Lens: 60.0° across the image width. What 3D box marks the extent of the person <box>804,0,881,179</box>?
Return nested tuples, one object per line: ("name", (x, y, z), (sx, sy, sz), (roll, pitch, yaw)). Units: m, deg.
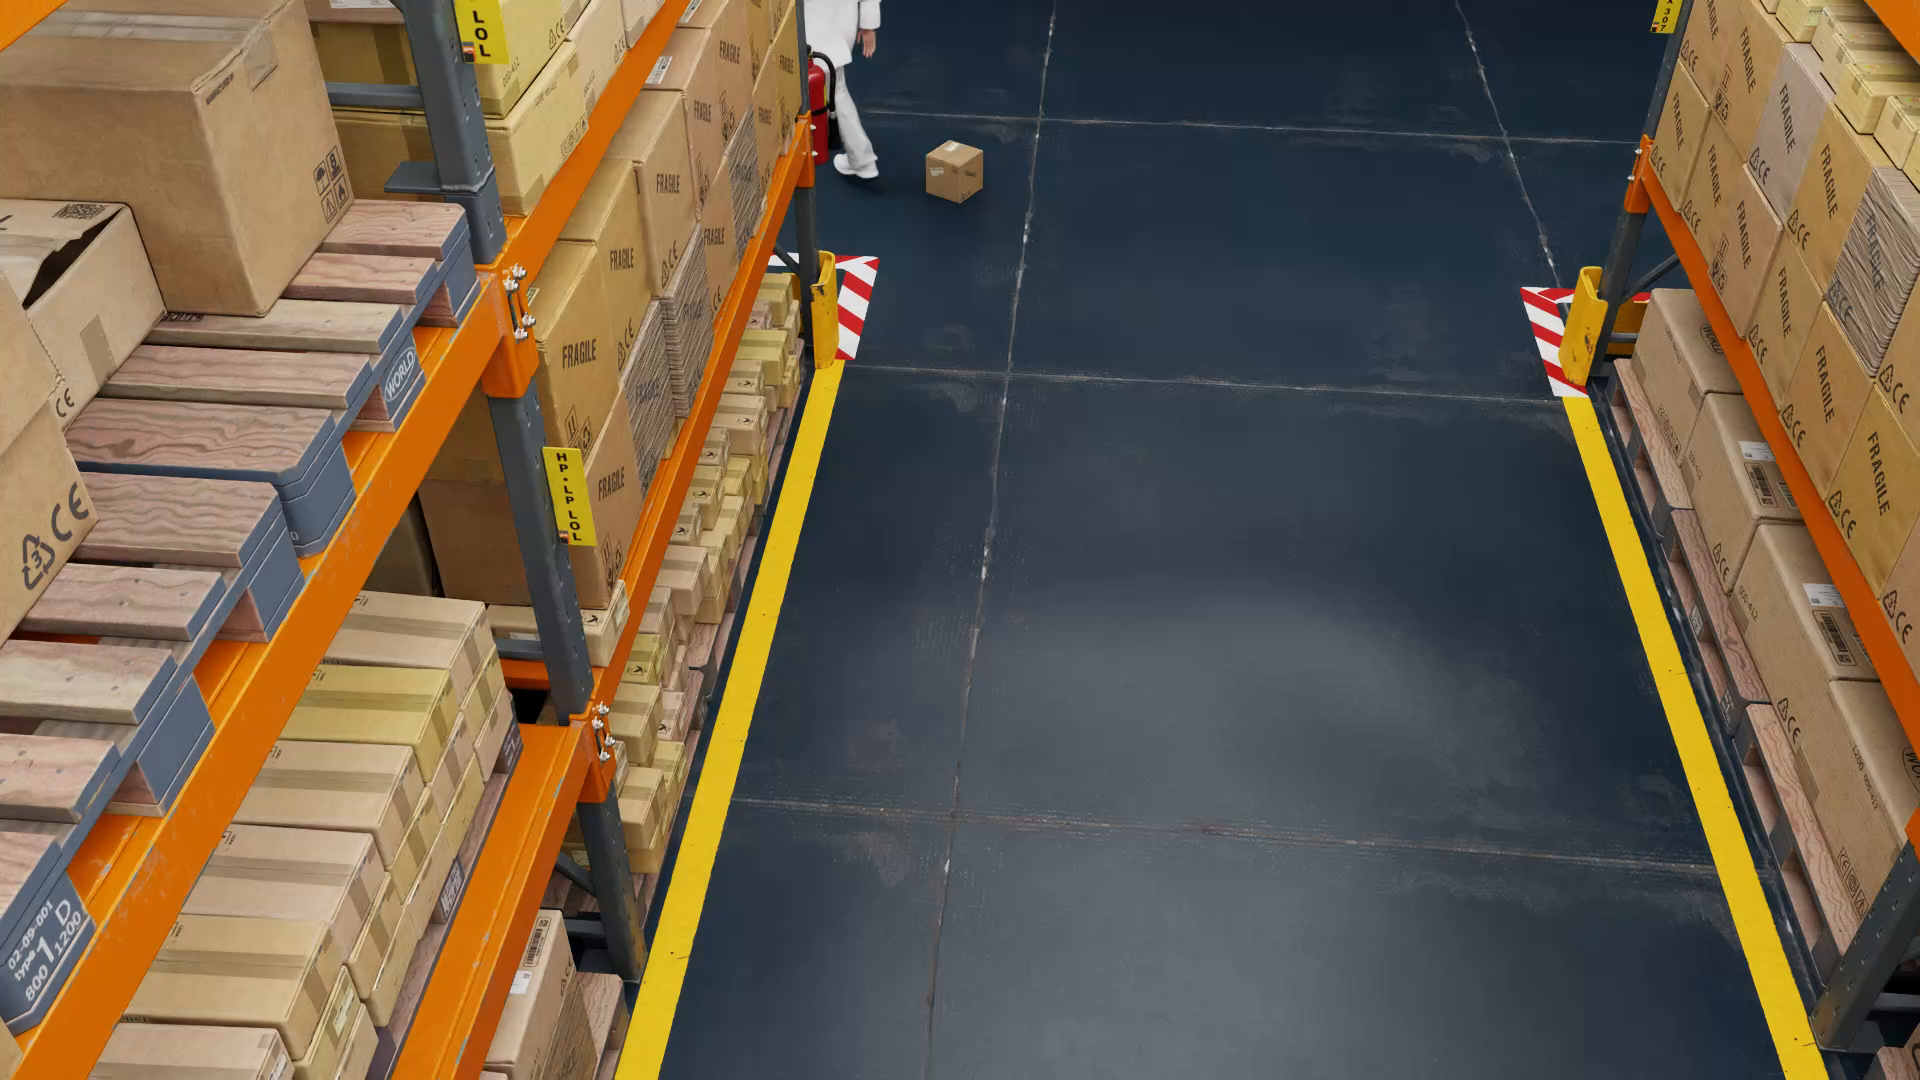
("person", (-0.828, -3.097, 9.915), (0.572, 1.722, 1.124), (-26, 46, -28))
